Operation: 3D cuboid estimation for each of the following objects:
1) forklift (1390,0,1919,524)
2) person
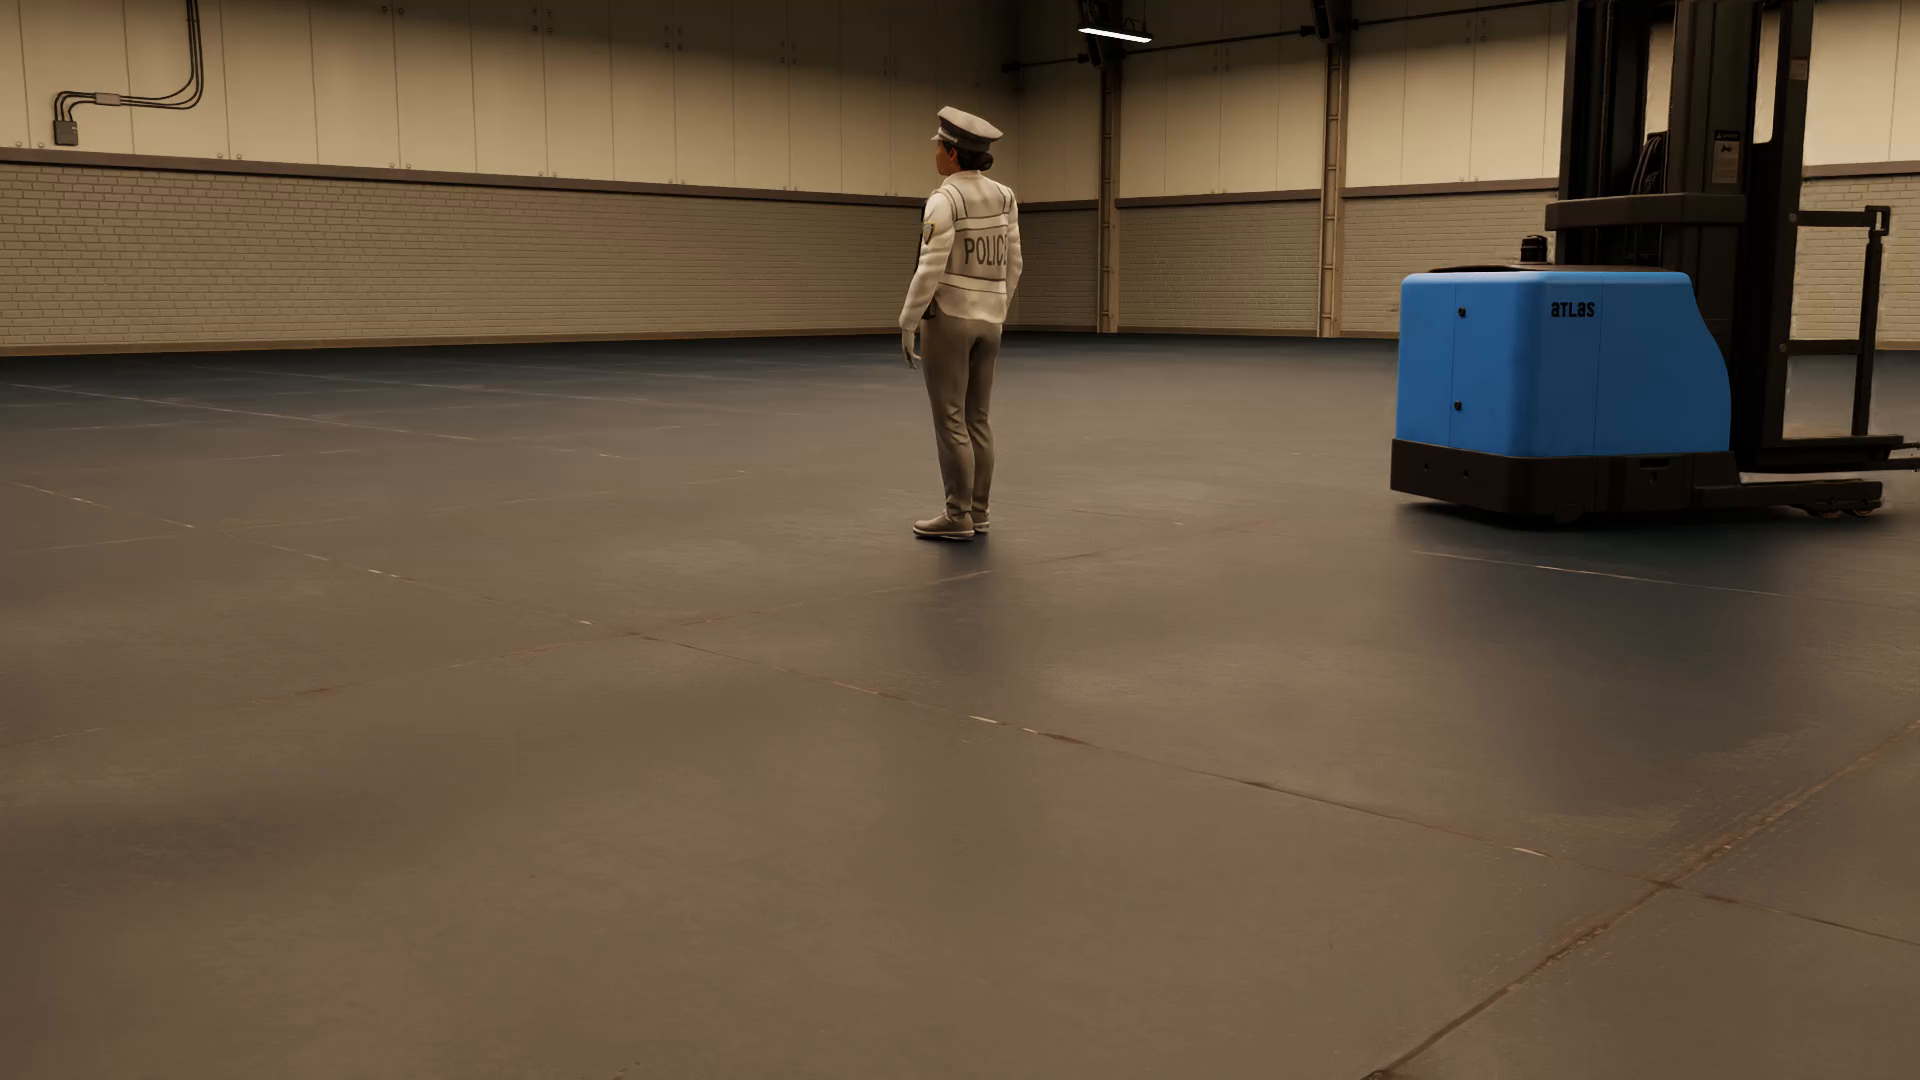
[{"bbox_3d":[3.597,-1.617,7.612,3.031,2.935,1.130,-3,9,-17],"label":"forklift"},{"bbox_3d":[-0.044,-0.853,6.643,0.530,1.694,0.586,8,12,43],"label":"person"}]
